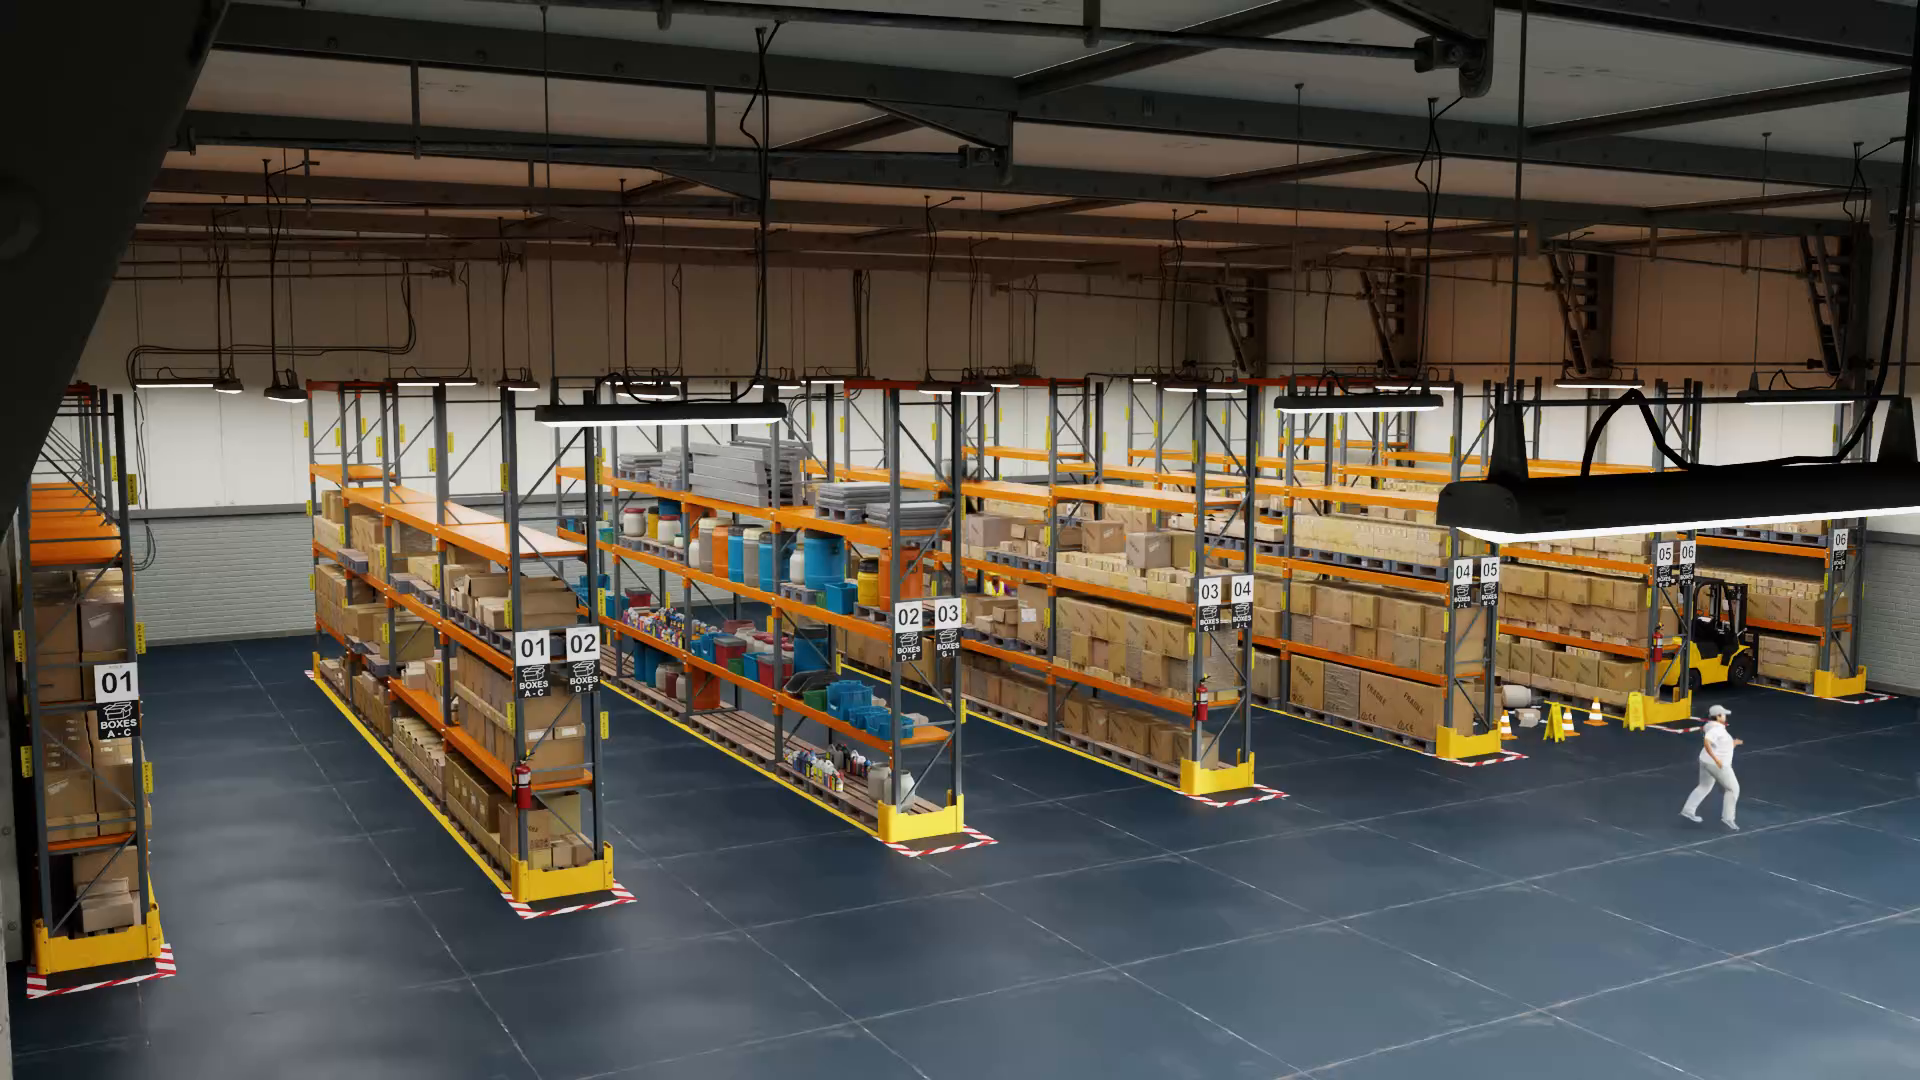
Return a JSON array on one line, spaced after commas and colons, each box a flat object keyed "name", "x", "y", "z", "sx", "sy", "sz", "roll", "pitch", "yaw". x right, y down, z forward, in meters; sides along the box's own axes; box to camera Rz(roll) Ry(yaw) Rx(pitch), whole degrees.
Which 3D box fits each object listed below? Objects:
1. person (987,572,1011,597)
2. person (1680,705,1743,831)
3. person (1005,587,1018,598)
[{"name": "person", "x": 0.803, "y": 1.549, "z": 36.685, "sx": 0.676, "sy": 1.794, "sz": 0.909, "roll": -2, "pitch": 7, "yaw": -21}, {"name": "person", "x": 10.267, "y": 3.102, "z": 22.656, "sx": 0.764, "sy": 1.729, "sz": 0.579, "roll": 0, "pitch": 6, "yaw": 1}, {"name": "person", "x": 1.281, "y": 1.054, "z": 42.058, "sx": 0.618, "sy": 1.634, "sz": 0.631, "roll": 4, "pitch": 7, "yaw": 32}]
